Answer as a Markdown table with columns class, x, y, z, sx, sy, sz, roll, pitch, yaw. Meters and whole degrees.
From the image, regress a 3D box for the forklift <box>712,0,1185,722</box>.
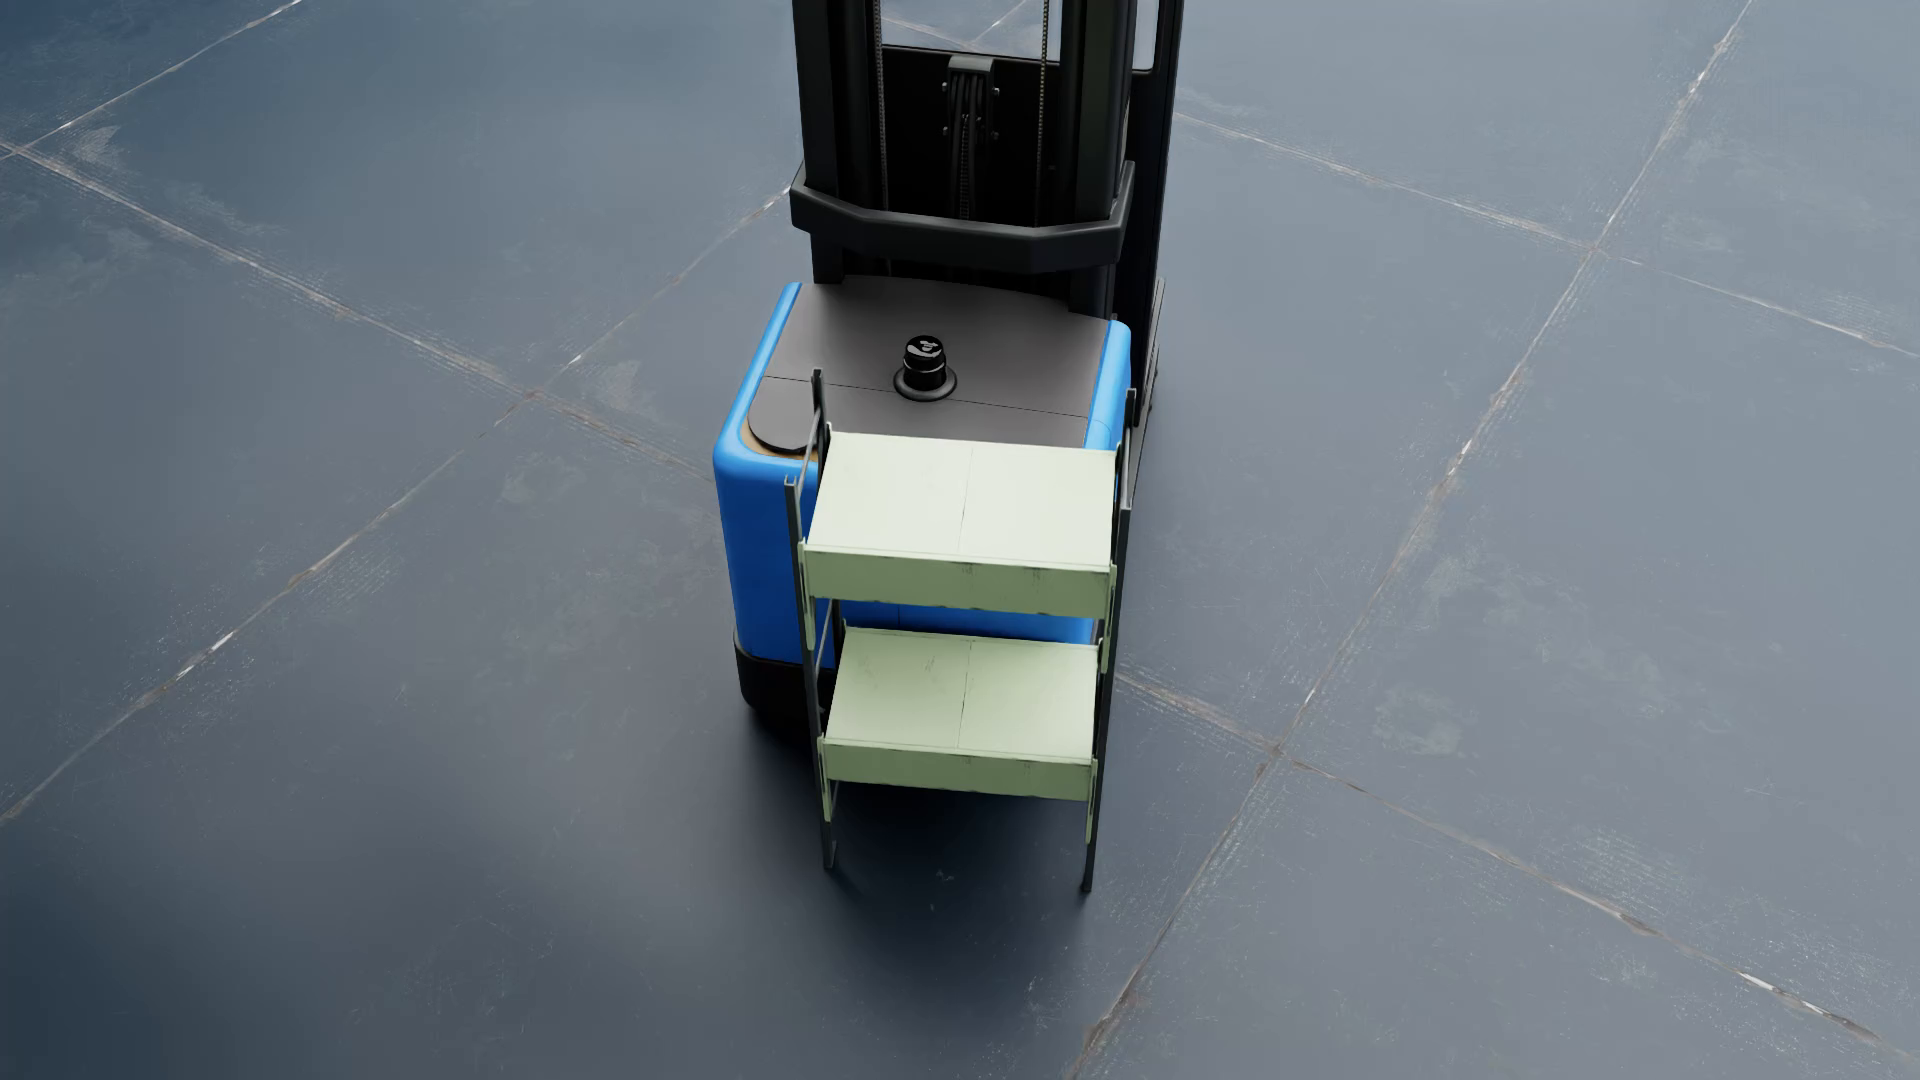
| class | x | y | z | sx | sy | sz | roll | pitch | yaw |
| --- | --- | --- | --- | --- | --- | --- | --- | --- | --- |
| forklift | 0.120 | -1.462 | 4.970 | 1.130 | 2.935 | 3.031 | 8 | 46 | 8 |

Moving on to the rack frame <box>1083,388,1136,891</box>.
| class | x | y | z | sx | sy | sz | roll | pitch | yaw |
| --- | --- | --- | --- | --- | --- | --- | --- | --- | --- |
| rack frame | 0.376 | 0.314 | 4.242 | 0.023 | 1.500 | 0.400 | 4 | 46 | 4 |

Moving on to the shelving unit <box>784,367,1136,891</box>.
| class | x | y | z | sx | sy | sz | roll | pitch | yaw |
| --- | --- | --- | --- | --- | --- | --- | --- | --- | --- |
| shelving unit | 0.012 | 0.288 | 4.268 | 0.755 | 1.500 | 0.431 | 4 | 46 | 4 |

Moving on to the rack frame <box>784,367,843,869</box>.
| class | x | y | z | sx | sy | sz | roll | pitch | yaw |
| --- | --- | --- | --- | --- | --- | --- | --- | --- | --- |
| rack frame | -0.352 | 0.261 | 4.294 | 0.023 | 1.500 | 0.400 | 4 | 46 | 4 |

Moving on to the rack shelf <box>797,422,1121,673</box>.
| class | x | y | z | sx | sy | sz | roll | pitch | yaw |
| --- | --- | --- | --- | --- | --- | --- | --- | --- | --- |
| rack shelf | 0.012 | 0.016 | 3.988 | 0.720 | 0.370 | 0.431 | 4 | 46 | 4 |

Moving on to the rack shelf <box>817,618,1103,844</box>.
| class | x | y | z | sx | sy | sz | roll | pitch | yaw |
| --- | --- | --- | --- | --- | --- | --- | --- | --- | --- |
| rack shelf | 0.012 | 0.515 | 4.502 | 0.720 | 0.370 | 0.431 | 4 | 46 | 4 |
